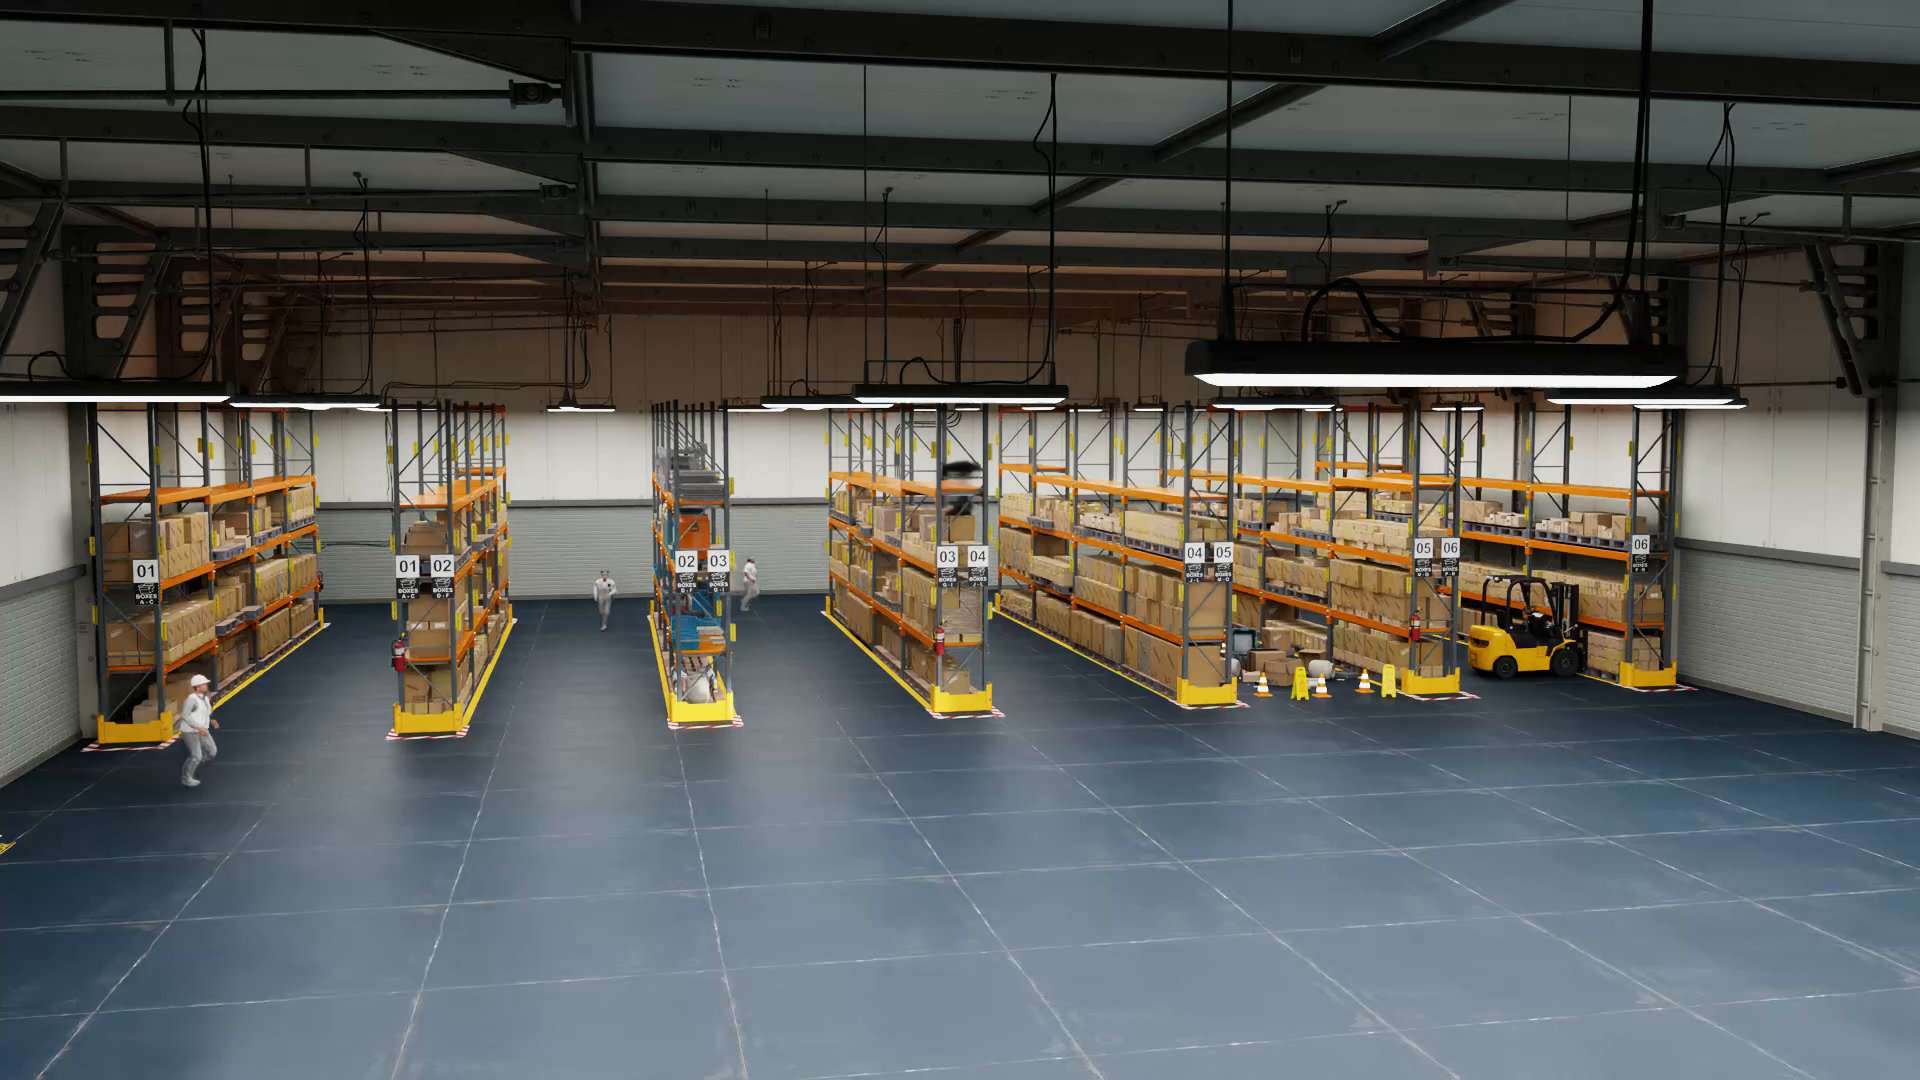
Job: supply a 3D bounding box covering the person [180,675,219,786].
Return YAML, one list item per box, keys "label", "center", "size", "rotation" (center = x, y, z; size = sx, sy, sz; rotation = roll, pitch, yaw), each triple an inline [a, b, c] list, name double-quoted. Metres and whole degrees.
- label: "person"
  center: [-11.802, 2.933, 25.713]
  size: [0.546, 1.711, 0.637]
  rotation: [0, 4, 6]

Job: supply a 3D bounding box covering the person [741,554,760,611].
- label: "person"
  center: [-6.118, 1.233, 48.790]
  size: [0.513, 1.630, 0.639]
  rotation: [1, 4, 15]

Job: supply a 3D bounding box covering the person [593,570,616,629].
- label: "person"
  center: [-9.444, 1.583, 44.238]
  size: [0.594, 1.605, 0.636]
  rotation: [-1, 4, -12]
